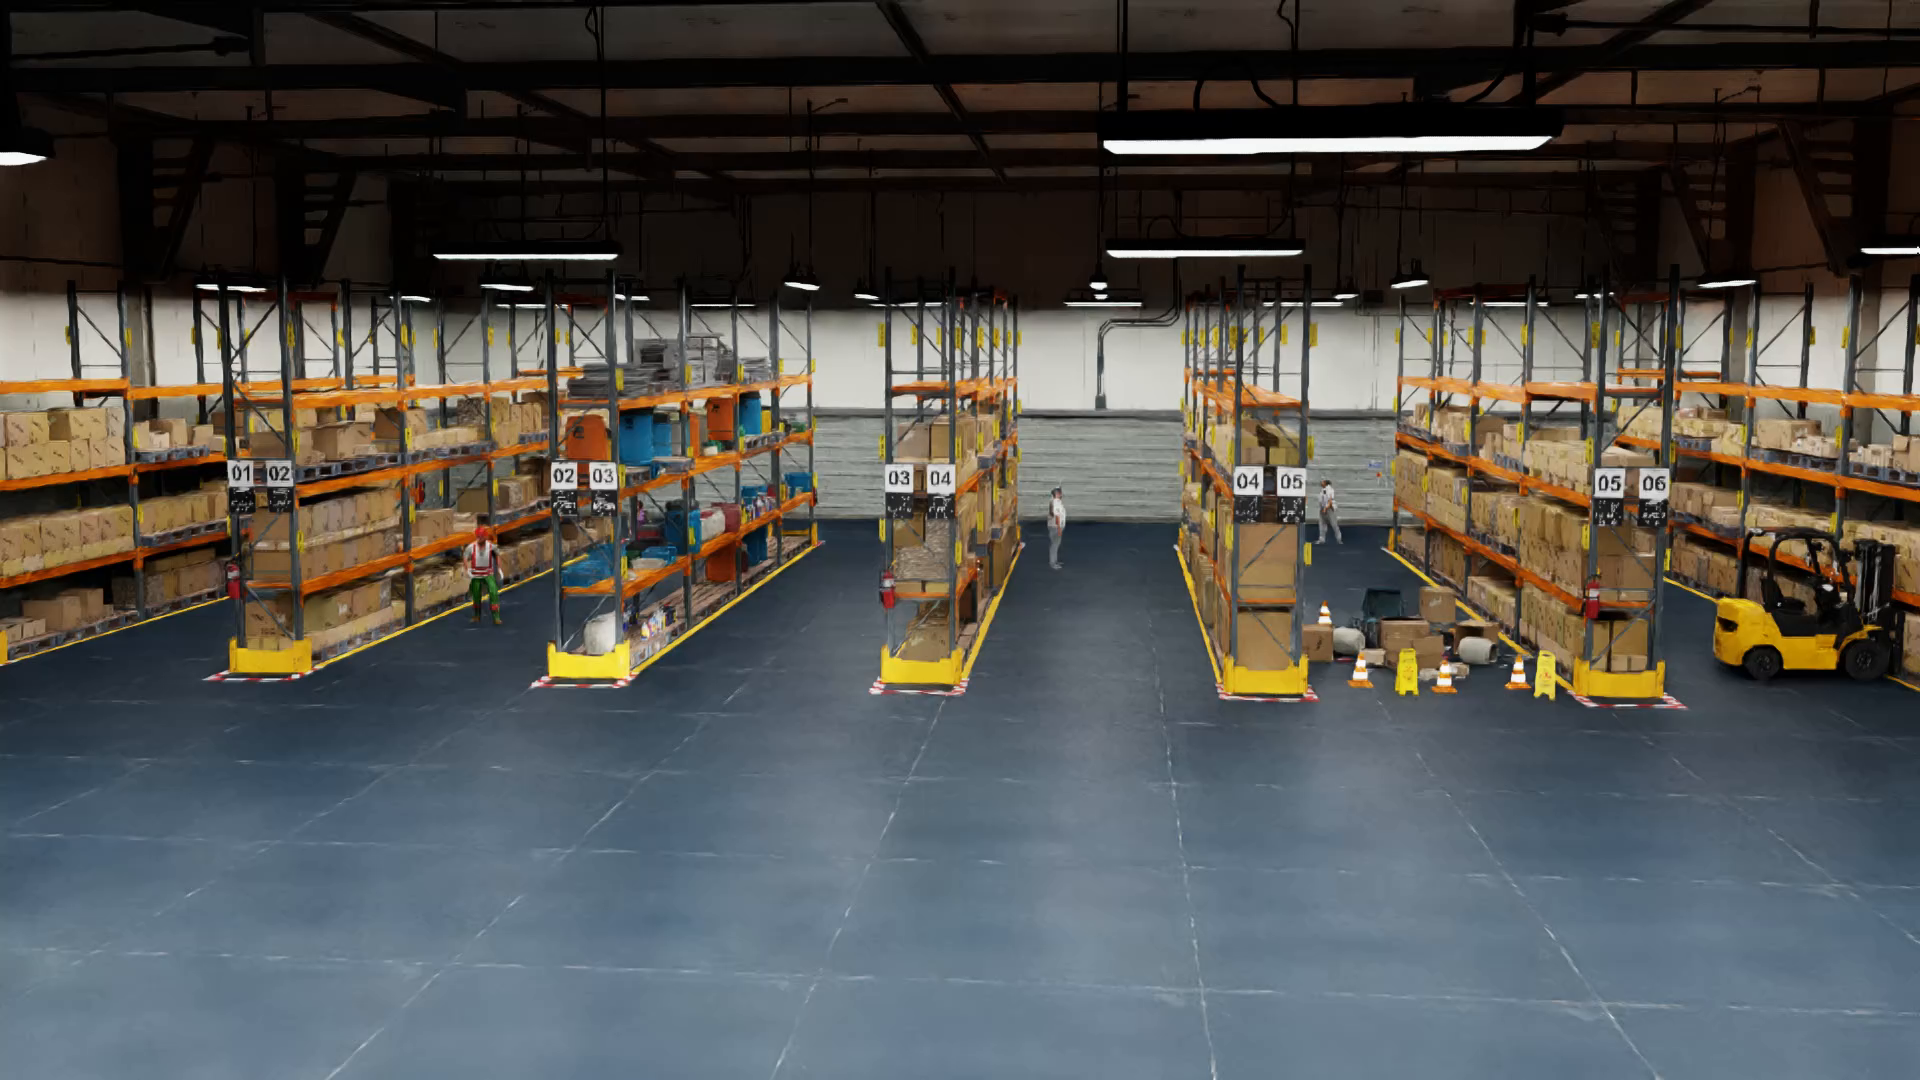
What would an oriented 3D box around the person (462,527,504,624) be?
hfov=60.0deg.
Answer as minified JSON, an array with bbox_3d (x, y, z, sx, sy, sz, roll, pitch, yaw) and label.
[{"bbox_3d":[-8.345,0.608,29.117,0.684,1.715,0.844,-1,7,-11],"label":"person"}]

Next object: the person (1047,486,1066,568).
[{"bbox_3d":[2.109,-0.292,36.267,0.420,1.762,0.654,-1,7,-8],"label":"person"}]

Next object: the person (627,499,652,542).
[{"bbox_3d":[-6.978,-0.149,36.214,0.566,1.541,0.519,0,7,3],"label":"person"}]

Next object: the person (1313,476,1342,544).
[{"bbox_3d":[8.990,-0.734,40.535,0.676,1.650,0.510,-3,7,-22],"label":"person"}]
